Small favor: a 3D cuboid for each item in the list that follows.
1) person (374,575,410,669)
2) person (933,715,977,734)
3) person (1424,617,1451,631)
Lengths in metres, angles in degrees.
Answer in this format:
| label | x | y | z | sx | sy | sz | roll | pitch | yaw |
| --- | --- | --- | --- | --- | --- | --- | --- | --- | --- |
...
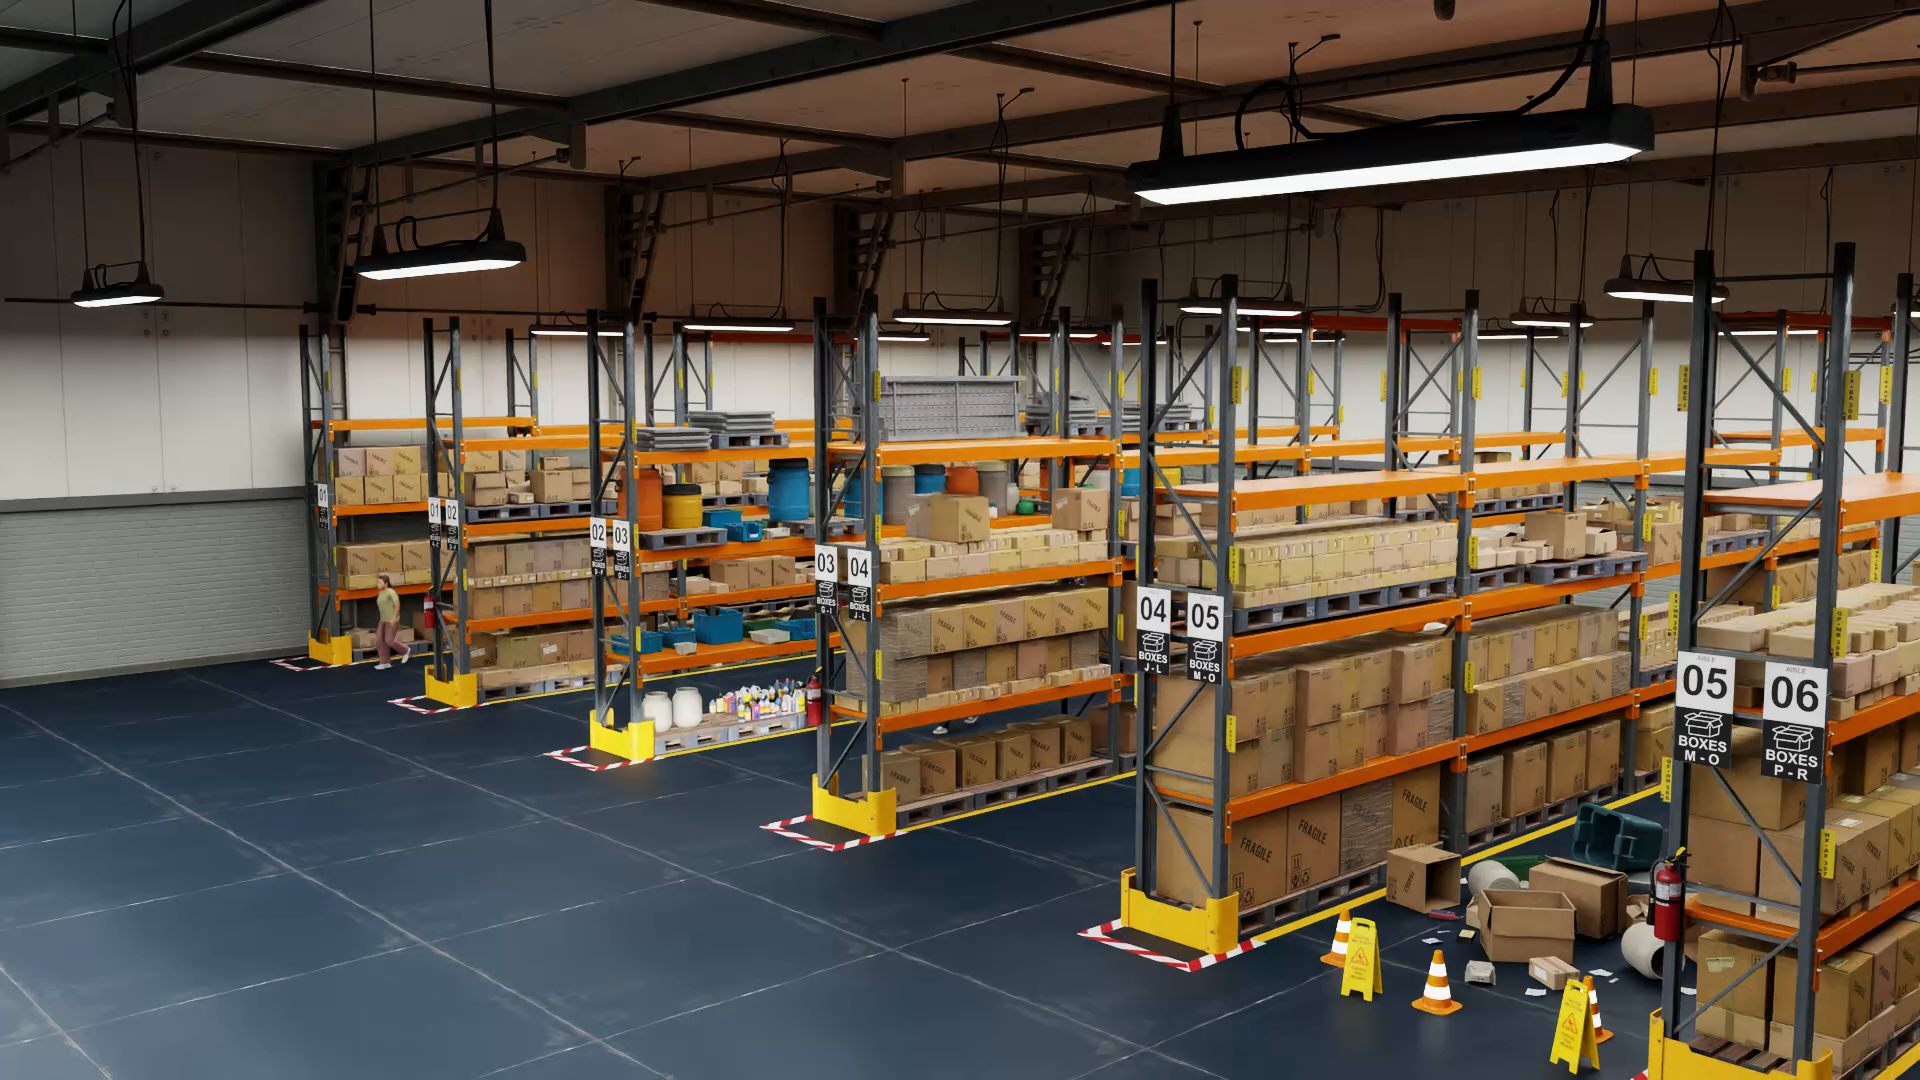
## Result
| label | x | y | z | sx | sy | sz | roll | pitch | yaw |
| --- | --- | --- | --- | --- | --- | --- | --- | --- | --- |
| person | -9.942 | 1.418 | 29.079 | 0.535 | 1.653 | 0.640 | 4 | 7 | 35 |
| person | -0.033 | 2.021 | 23.906 | 0.432 | 1.435 | 1.006 | 3 | 7 | 28 |
| person | 6.937 | 1.826 | 24.296 | 0.544 | 1.783 | 0.605 | -1 | 6 | -12 |
